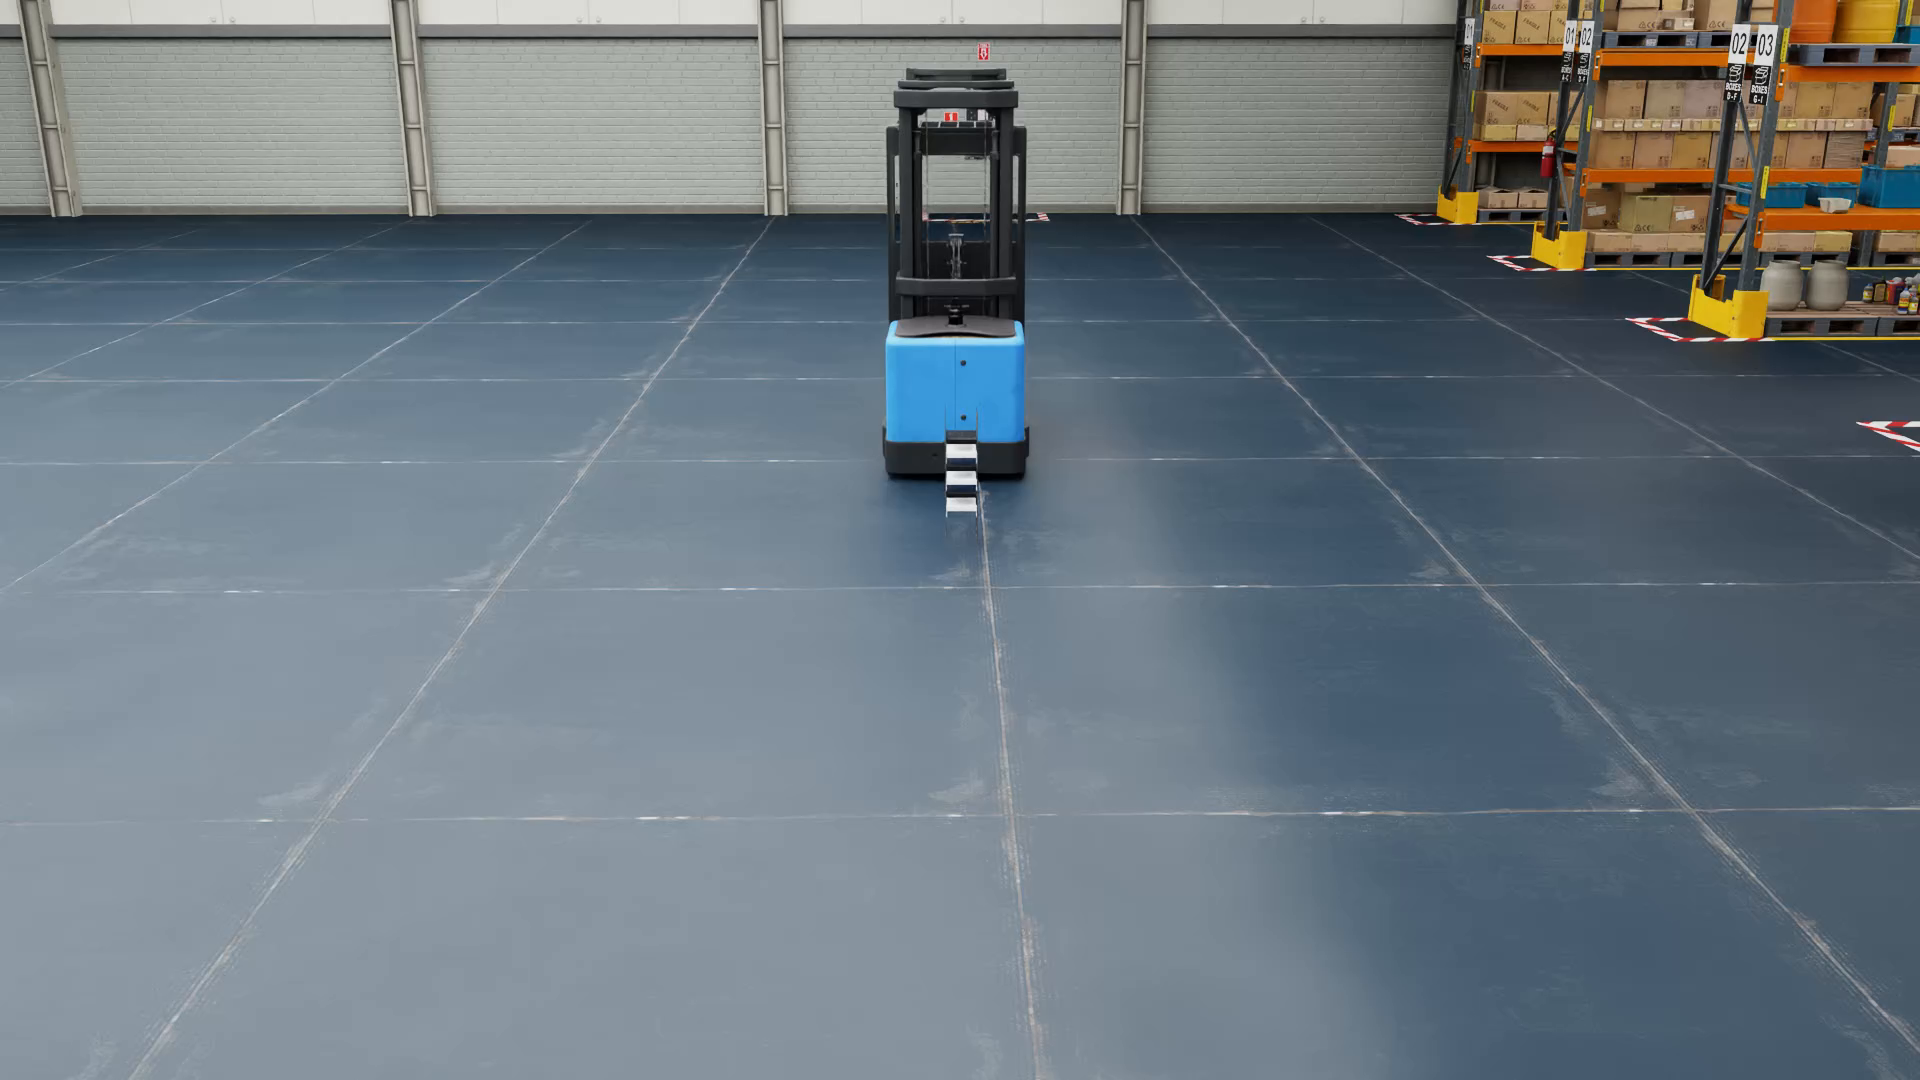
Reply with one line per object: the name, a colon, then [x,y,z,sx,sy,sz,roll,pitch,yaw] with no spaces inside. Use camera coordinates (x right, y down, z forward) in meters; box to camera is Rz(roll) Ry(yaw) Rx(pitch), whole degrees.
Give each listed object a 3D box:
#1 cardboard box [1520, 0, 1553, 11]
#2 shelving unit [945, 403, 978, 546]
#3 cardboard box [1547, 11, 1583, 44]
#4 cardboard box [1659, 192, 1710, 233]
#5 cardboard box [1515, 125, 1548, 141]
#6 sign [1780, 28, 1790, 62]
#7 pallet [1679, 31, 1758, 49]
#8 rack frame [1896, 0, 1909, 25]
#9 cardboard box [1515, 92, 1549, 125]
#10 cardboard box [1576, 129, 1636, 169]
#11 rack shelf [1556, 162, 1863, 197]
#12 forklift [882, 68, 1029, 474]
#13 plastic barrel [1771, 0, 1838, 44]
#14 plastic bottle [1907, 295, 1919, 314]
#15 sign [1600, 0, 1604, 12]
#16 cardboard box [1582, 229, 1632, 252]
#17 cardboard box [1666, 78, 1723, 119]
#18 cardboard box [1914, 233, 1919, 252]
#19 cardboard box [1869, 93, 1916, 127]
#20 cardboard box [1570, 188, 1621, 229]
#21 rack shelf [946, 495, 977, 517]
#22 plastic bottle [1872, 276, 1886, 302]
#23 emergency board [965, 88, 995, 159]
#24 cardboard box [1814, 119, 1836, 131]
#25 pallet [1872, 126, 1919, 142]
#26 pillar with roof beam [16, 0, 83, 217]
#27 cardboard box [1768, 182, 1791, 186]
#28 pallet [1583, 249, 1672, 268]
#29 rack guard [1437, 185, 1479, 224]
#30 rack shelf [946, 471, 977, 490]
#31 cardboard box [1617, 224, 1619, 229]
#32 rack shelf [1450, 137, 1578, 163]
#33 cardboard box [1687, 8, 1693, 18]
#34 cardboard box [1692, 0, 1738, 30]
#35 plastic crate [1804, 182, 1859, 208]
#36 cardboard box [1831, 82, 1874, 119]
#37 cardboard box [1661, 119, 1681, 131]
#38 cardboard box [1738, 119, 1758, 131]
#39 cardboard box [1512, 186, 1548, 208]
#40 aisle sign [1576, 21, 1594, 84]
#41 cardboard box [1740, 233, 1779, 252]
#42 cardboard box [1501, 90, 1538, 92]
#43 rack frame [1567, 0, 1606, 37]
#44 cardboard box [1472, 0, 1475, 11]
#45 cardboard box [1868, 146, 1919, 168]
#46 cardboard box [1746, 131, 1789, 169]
cardboard box: [9.081,-8.650,26.357,0.500,0.500,0.500,0,18,-1]
shelving unit: [0.008,-0.429,10.910,0.210,0.900,0.258,0,18,-1]
cardboard box: [9.585,-8.180,26.529,0.500,0.500,0.500,1,18,2]
cardboard box: [9.811,-4.452,22.603,0.500,0.500,0.500,0,18,-1]
cardboard box: [9.202,-6.624,26.999,0.500,0.250,0.500,-1,18,-3]
sign: [8.351,-5.012,16.837,0.005,0.325,0.100,0,18,-1]
pallet: [10.202,-6.649,22.099,1.213,0.211,1.003,0,18,-1]
rack frame: [12.271,-8.137,21.680,0.127,3.000,1.000,0,18,-1]
cardboard box: [9.166,-6.979,26.877,0.500,0.500,0.500,0,18,-1]
cardboard box: [8.739,-5.307,22.516,0.500,0.500,0.700,0,18,-1]
rack shelf: [10.271,-4.928,22.676,4.000,0.370,1.077,0,18,-1]
forklift: [-0.026,-2.283,13.366,1.130,2.935,3.031,0,18,0]
plastic barrel: [8.830,-5.622,17.361,0.708,0.830,0.600,0,18,-1]
plastic bottle: [10.267,-2.539,17.913,0.097,0.201,0.097,0,18,0]
sign: [8.274,-6.973,21.404,0.005,0.325,0.100,0,18,-1]
cardboard box: [8.811,-4.086,22.689,0.500,0.250,0.500,0,18,-1]
cardboard box: [9.821,-5.932,22.340,0.500,0.500,0.700,0,18,-1]
cardboard box: [13.190,-4.099,22.729,0.500,0.250,0.500,0,18,1]
cardboard box: [15.161,-7.053,27.240,0.500,0.500,0.700,-2,18,-6]
cardboard box: [8.803,-4.602,23.069,0.500,0.500,0.500,0,18,-1]
rack shelf: [0.008,-0.225,10.975,0.200,0.077,0.258,0,18,-1]
plastic bottle: [10.292,-2.813,18.632,0.133,0.283,0.061,0,18,0]
emergency board: [0.405,-7.012,27.996,0.643,1.169,0.194,0,18,-1]
cardboard box: [11.494,-5.567,22.266,0.250,0.149,0.380,-1,18,-2]
pallet: [15.478,-6.685,27.290,1.003,0.211,1.213,0,18,-1]
pillar with roof beam: [-15.053,-8.467,22.711,0.400,9.000,9.100,0,18,-1]
cardboard box: [13.441,-5.839,27.710,0.500,0.500,0.700,-1,18,-2]
pallet: [9.036,-3.950,23.014,1.213,0.211,1.003,0,18,-1]
rack guard: [8.266,-5.584,27.636,0.348,0.500,1.175,0,18,-1]
rack shelf: [0.008,-0.397,10.920,0.200,0.077,0.258,0,18,-1]
cardboard box: [9.303,-4.250,23.201,0.500,0.250,0.500,0,18,-1]
rack shelf: [10.190,-6.441,27.393,4.000,0.370,1.077,0,18,-1]
cardboard box: [9.975,-7.002,22.283,0.500,0.311,0.500,2,18,6]
cardboard box: [9.937,-6.928,21.742,0.500,0.500,0.500,0,18,-1]
plastic crate: [9.491,-3.772,18.140,0.408,0.251,0.499,0,18,-1]
cardboard box: [11.828,-5.941,22.370,0.500,0.500,0.700,0,18,-1]
cardboard box: [9.433,-5.557,22.234,0.250,0.149,0.380,-1,18,-2]
cardboard box: [10.468,-5.562,22.250,0.250,0.149,0.380,0,18,1]
cardboard box: [9.453,-5.681,27.529,0.500,0.311,0.500,1,18,4]
aisle sign: [8.211,-6.405,21.847,0.004,0.787,0.394,0,18,-1]
cardboard box: [10.811,-4.095,22.718,0.500,0.250,0.500,0,18,-1]
cardboard box: [9.161,-7.135,27.366,0.500,0.500,0.500,0,18,0]
rack frame: [8.272,-8.117,21.620,0.127,3.000,1.000,0,18,-1]
cardboard box: [8.617,-8.817,26.879,0.500,0.500,0.500,1,18,2]
cardboard box: [12.763,-5.224,22.668,0.500,0.250,0.500,1,18,3]
cardboard box: [10.799,-5.318,22.551,0.500,0.500,0.700,0,18,0]
